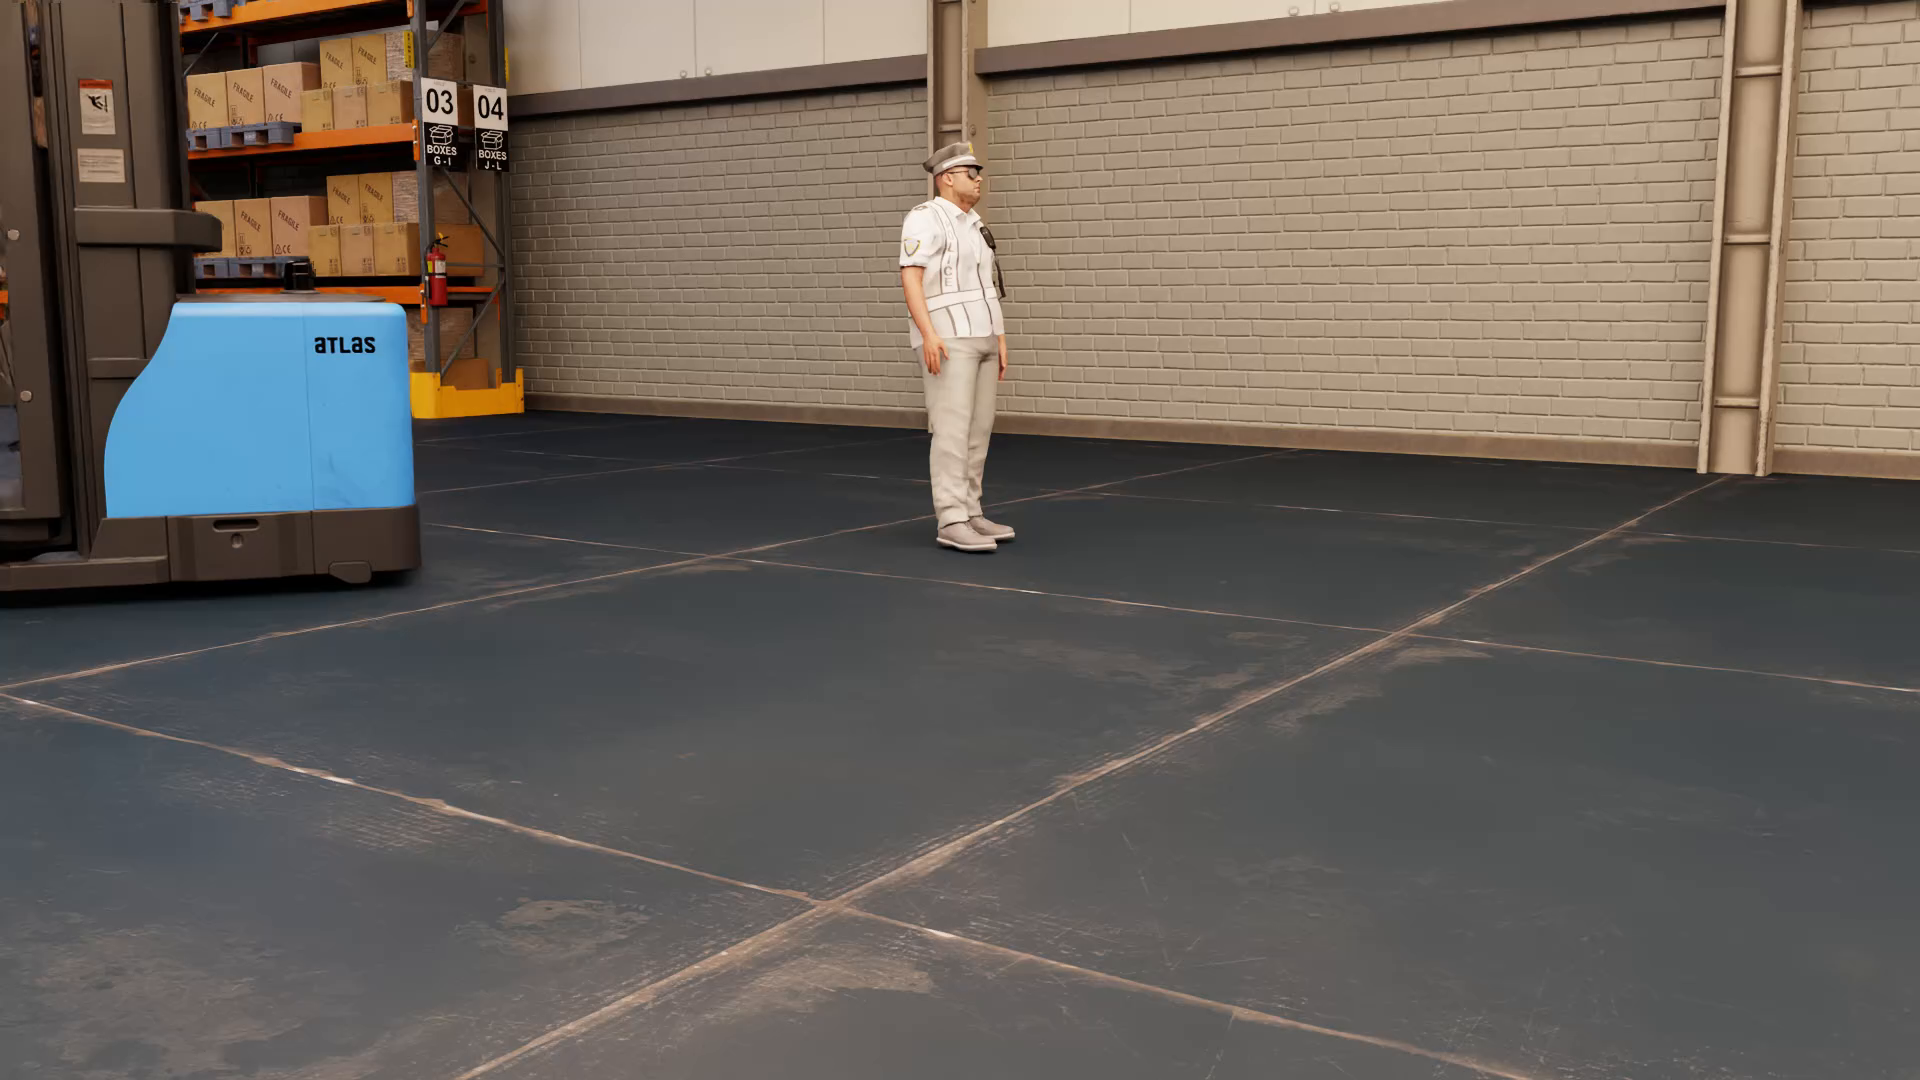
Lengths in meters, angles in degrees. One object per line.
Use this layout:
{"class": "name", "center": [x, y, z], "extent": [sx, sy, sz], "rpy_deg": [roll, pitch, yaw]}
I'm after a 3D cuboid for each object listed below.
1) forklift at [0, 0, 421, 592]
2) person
{"class": "forklift", "center": [-3.644, -1.268, 6.112], "extent": [3.031, 2.935, 1.130], "rpy_deg": [-3, 9, -19]}
{"class": "person", "center": [0.057, -0.882, 7.424], "extent": [0.575, 1.781, 0.640], "rpy_deg": [5, 10, 34]}
